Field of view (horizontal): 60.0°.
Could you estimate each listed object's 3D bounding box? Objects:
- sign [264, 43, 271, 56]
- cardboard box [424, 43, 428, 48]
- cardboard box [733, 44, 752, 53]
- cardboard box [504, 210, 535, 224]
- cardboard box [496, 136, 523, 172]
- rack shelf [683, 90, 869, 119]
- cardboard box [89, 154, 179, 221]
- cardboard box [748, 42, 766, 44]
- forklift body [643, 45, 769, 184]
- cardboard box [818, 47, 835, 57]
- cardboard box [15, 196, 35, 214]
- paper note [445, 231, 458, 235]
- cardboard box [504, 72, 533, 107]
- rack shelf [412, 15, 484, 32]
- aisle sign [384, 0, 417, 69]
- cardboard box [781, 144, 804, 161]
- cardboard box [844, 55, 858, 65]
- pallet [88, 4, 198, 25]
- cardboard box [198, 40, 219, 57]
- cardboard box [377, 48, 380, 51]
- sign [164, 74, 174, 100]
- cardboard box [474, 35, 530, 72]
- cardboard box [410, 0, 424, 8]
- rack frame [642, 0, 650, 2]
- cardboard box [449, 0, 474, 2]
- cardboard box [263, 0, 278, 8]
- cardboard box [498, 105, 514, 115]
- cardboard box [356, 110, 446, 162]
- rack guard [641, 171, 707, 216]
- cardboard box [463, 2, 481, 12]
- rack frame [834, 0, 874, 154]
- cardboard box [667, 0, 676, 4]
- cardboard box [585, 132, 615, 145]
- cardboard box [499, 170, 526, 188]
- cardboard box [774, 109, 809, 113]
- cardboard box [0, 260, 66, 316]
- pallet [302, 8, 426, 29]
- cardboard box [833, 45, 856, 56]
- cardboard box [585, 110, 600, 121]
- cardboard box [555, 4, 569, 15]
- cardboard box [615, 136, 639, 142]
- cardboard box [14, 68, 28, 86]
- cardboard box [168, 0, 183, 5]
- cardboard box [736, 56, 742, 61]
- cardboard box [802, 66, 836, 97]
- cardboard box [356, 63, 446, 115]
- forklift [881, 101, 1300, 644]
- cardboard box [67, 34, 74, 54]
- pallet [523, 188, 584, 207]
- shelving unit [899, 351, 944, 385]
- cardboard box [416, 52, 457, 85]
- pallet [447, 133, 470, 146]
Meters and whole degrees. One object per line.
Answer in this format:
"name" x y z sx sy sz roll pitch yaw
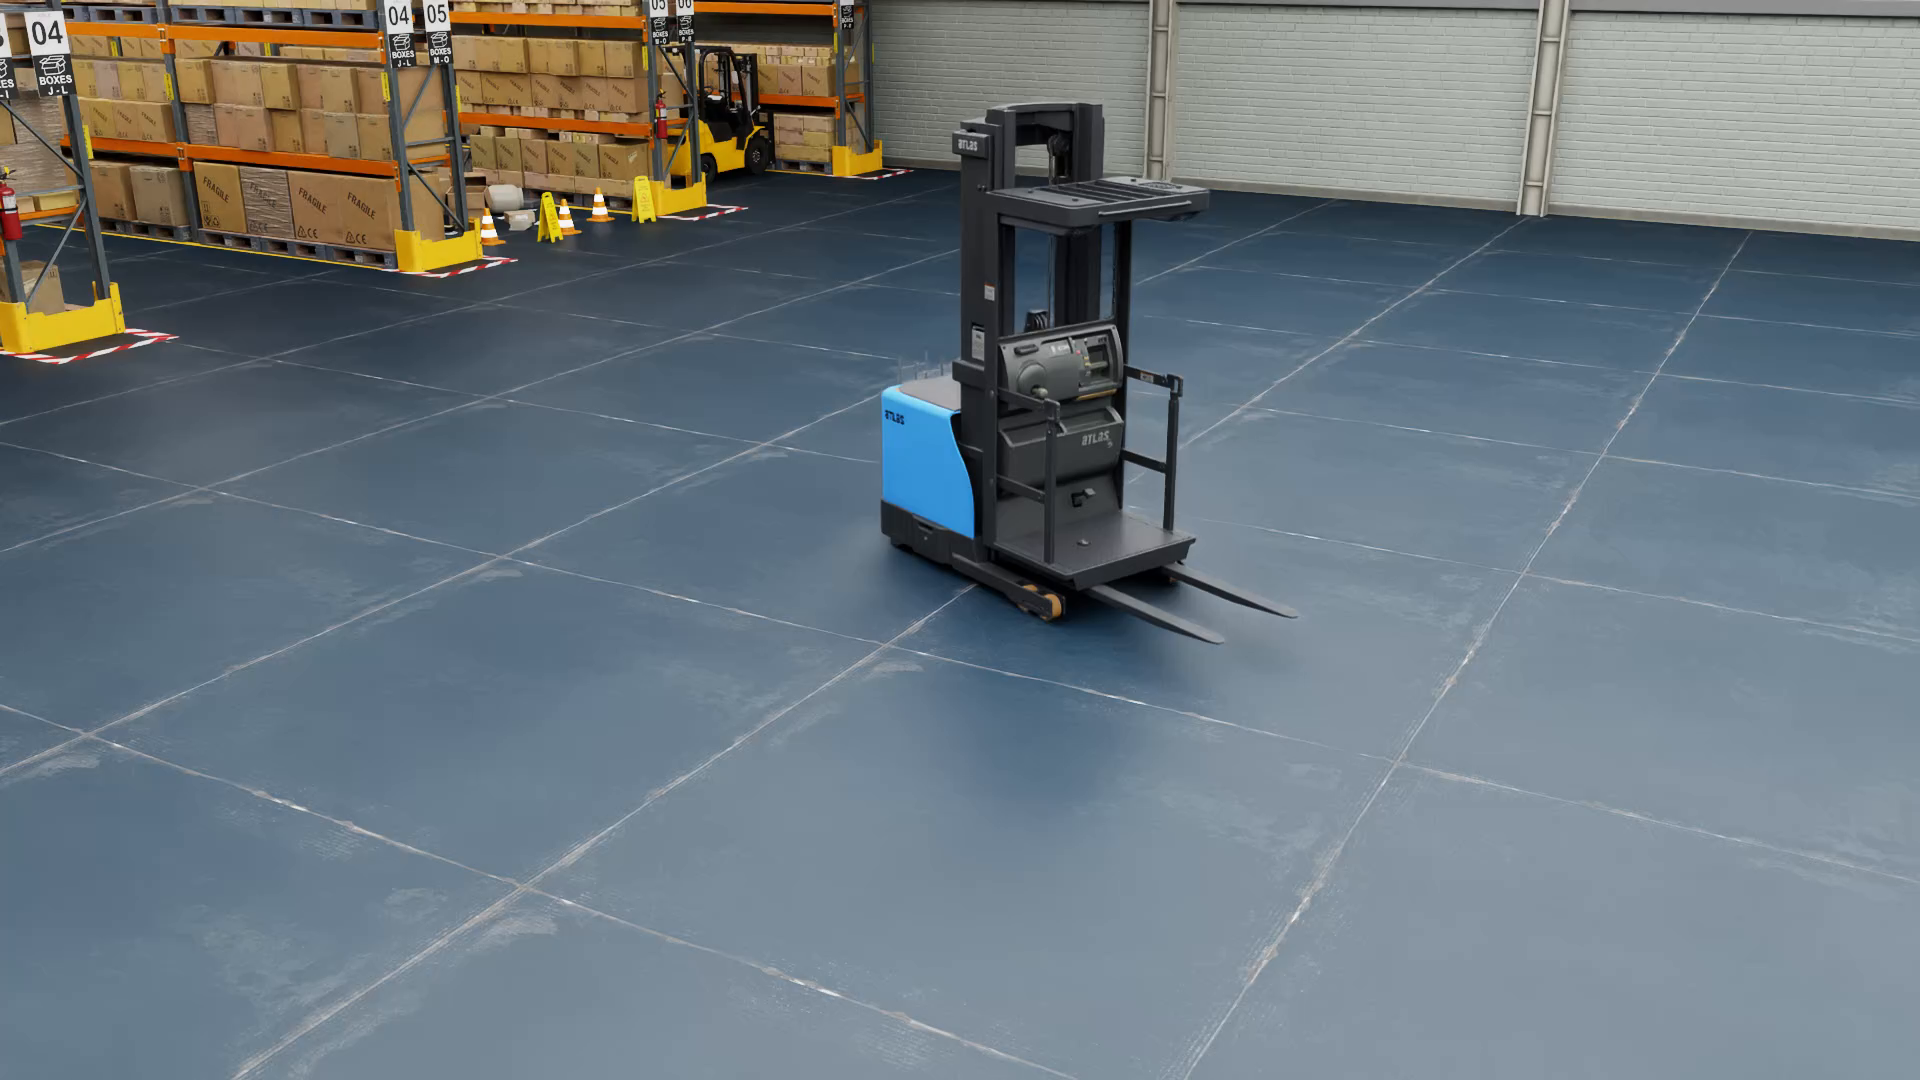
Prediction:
"sign" -11.480 -8.094 27.581 0.005 0.325 0.100 11 23 27
"cardboard box" -10.310 -9.656 32.818 0.637 0.503 0.797 10 22 26
"cardboard box" -3.779 -8.652 29.284 0.250 0.149 0.380 11 23 28
"cardboard box" -6.357 -4.661 23.997 0.380 0.149 0.250 -11 23 -29
"cardboard box" -6.864 -6.043 25.943 0.500 0.500 0.500 12 23 29
"rack shelf" -3.557 -7.858 29.683 4.000 0.370 1.077 11 23 27
"cardboard box" -11.472 -4.937 23.261 0.750 0.750 1.050 11 23 27
"cardboard box" -3.568 -8.783 29.645 0.250 0.149 0.380 12 23 29
"forklift body" -4.356 -7.236 28.160 1.214 2.155 2.313 11 23 27
"cardboard box" -2.226 -8.352 28.456 0.250 0.149 0.380 11 23 27
"cardboard box" -9.410 -3.303 16.439 0.250 0.149 0.380 11 23 27
"paper note" -7.058 -4.257 23.059 0.144 0.017 0.142 -16 26 -38
"cardboard box" -6.590 -6.917 25.452 0.500 0.500 0.500 11 22 27
"rack shelf" -9.466 -8.455 26.930 4.000 0.370 1.077 11 23 27
"aisle sign" -6.638 -6.015 19.737 0.004 0.787 0.394 11 23 27
"cardboard box" -2.804 -6.838 29.233 0.500 0.250 0.500 11 23 27
"cardboard box" -1.980 -8.349 28.884 0.250 0.149 0.380 10 22 26
"pallet" -10.870 -7.018 22.194 1.217 0.209 0.805 10 22 25
"cardboard box" -12.673 -8.408 28.532 0.500 0.500 0.500 11 23 27
"cardboard box" -9.092 -7.898 26.590 0.250 0.149 0.380 10 22 25
"sign" -10.302 -5.904 21.659 0.005 0.325 0.100 11 23 27
"cardboard box" -7.007 -7.478 25.532 0.500 0.500 0.700 11 23 28
"cardboard box" -6.697 -6.583 20.322 0.250 0.149 0.380 11 23 28
"rack frame" -4.228 -9.205 23.545 0.127 3.000 1.000 11 23 27
"cardboard box" -7.470 -8.375 25.439 0.500 0.250 0.500 10 22 26
"cardboard box" -8.341 -6.639 20.476 0.250 0.149 0.380 11 23 28
"cardboard box" -6.910 -6.671 25.725 0.250 0.149 0.380 12 23 29
"cardboard box" -6.900 -5.013 20.567 0.550 0.550 0.875 11 23 27
"rack guard" -4.294 -5.222 25.029 0.348 0.500 1.175 11 23 27
"cardboard box" -7.367 -8.156 25.421 0.250 0.149 0.380 11 23 27
"rack frame" -1.811 -7.863 28.643 0.127 3.000 1.000 11 23 27
"cardboard box" -4.537 -8.027 24.481 0.500 0.250 0.500 10 22 26
"cardboard box" -5.408 -6.044 24.993 0.250 0.149 0.380 12 23 29
"cardboard box" -6.865 -5.691 26.071 0.500 0.250 0.500 12 23 30
"cardboard box" -3.007 -7.543 29.710 0.500 0.250 0.500 11 22 27
"cardboard box" -9.598 -2.566 17.090 0.500 0.500 0.500 16 25 37
"pallet" -7.207 -6.383 20.294 1.213 0.211 1.003 11 23 27
"cardboard box" -2.000 -8.474 28.794 0.250 0.149 0.380 10 22 26
"cardboard box" -5.387 -6.357 24.860 0.250 0.149 0.380 11 23 28
"cardboard box" -5.780 -7.874 24.643 0.250 0.149 0.380 10 22 26
"cardboard box" -5.277 -5.948 25.681 0.500 0.500 0.500 10 22 25
"cardboard box" -13.151 -6.664 23.725 0.500 0.500 0.700 11 23 27
"cardboard box" -9.894 -6.934 21.290 0.250 0.149 0.380 10 22 26
"cardboard box" -3.812 -8.486 29.262 0.250 0.149 0.380 10 22 26
"cardboard box" -2.368 -7.914 28.636 0.500 0.500 0.500 10 22 26
"cardboard box" -6.859 -5.546 20.451 0.550 0.550 0.875 11 23 27
"forklift" 0.761 -1.077 10.036 1.130 2.935 3.031 -15 25 -35
"cardboard box" -16.139 -9.062 30.337 0.500 0.500 0.500 11 23 28
"pallet" -6.047 -5.436 26.040 1.213 0.211 1.003 11 23 27
"shelving unit" -0.265 -0.688 11.502 0.258 1.200 0.189 -15 25 -35
"cardboard box" -8.235 -7.443 26.286 0.500 0.500 0.500 10 22 26
"pallet" -9.428 -8.018 33.160 1.213 0.211 1.003 11 23 27
